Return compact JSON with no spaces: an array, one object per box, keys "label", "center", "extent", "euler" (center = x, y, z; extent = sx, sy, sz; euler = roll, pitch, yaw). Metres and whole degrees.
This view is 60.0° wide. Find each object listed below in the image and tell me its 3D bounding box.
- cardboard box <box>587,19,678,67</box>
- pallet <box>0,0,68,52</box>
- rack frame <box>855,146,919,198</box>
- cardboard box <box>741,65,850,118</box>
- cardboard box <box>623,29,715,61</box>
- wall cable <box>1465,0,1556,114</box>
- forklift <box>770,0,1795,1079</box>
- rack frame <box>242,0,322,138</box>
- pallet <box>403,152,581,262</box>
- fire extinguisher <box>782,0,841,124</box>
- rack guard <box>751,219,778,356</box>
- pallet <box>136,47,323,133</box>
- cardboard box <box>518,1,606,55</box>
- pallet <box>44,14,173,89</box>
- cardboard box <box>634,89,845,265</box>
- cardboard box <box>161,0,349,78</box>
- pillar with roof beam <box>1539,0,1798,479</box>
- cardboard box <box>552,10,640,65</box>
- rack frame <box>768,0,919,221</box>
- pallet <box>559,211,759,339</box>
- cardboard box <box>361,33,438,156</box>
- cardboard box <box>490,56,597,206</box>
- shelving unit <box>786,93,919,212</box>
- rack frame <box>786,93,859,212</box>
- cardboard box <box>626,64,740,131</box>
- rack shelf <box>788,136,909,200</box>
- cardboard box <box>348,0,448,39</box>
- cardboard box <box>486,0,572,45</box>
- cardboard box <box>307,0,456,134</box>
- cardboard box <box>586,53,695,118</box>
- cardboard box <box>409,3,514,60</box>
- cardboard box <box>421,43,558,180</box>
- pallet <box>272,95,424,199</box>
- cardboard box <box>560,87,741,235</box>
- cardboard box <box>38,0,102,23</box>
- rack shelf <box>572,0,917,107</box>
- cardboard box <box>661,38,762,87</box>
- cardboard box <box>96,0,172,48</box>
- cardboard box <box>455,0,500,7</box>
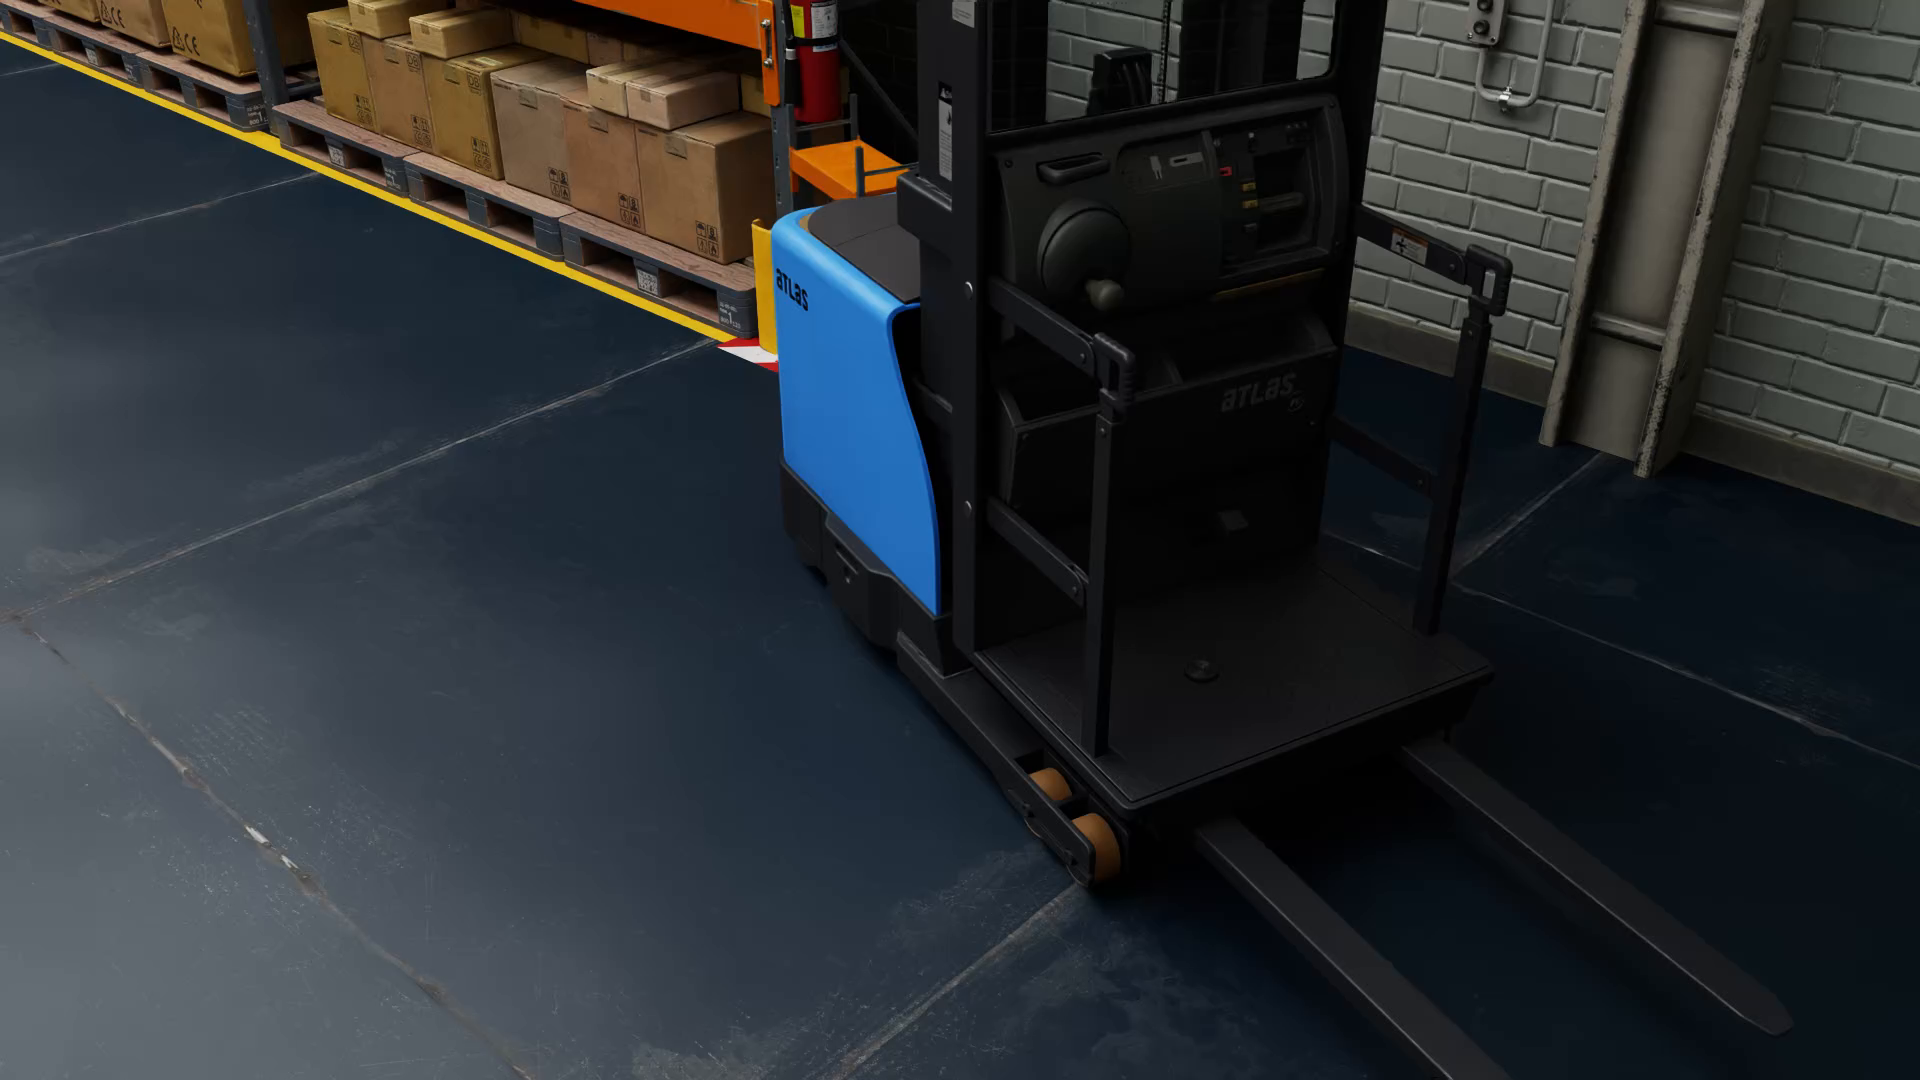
[{"label":"cardboard box","center":[-1.420,-2.194,7.374],"extent":[0.250,0.149,0.380],"euler":[26,39,36]},{"label":"pallet","center":[-5.708,-3.493,10.847],"extent":[1.213,0.211,1.003],"euler":[25,39,35]},{"label":"rack frame","center":[-0.196,-0.651,5.167],"extent":[0.240,1.200,0.015],"euler":[-16,35,-25]},{"label":"cardboard box","center":[-0.670,-1.845,6.793],"extent":[0.250,0.149,0.380],"euler":[25,39,35]},{"label":"cardboard box","center":[-1.231,-2.106,7.228],"extent":[0.250,0.149,0.380],"euler":[25,39,35]},{"label":"wall cable","center":[1.274,-2.574,5.633],"extent":[1.851,1.984,0.084],"euler":[25,39,35]},{"label":"forklift","center":[0.604,-0.715,3.597],"extent":[1.130,2.935,3.031],"euler":[-16,35,-25]},{"label":"rack frame","center":[-3.276,-3.605,8.330],"extent":[0.127,3.000,1.000],"euler":[25,39,35]},{"label":"pallet","center":[-1.856,-1.695,7.861],"extent":[1.213,0.211,1.003],"euler":[25,39,35]},{"label":"fire extinguisher","center":[-0.508,-1.799,5.766],"extent":[0.183,0.674,0.296],"euler":[25,39,35]},{"label":"rack guard","center":[-0.293,-1.141,6.661],"extent":[0.348,0.500,1.175],"euler":[25,39,35]},{"label":"pallet","center":[-3.899,-2.648,9.445],"extent":[1.213,0.211,1.003],"euler":[25,39,35]},{"label":"cardboard box","center":[-1.798,-2.371,7.667],"extent":[0.250,0.149,0.380],"euler":[24,39,34]},{"label":"pallet","center":[-4.808,-3.071,10.146],"extent":[1.213,0.211,1.003],"euler":[25,39,35]},{"label":"cardboard box","center":[-0.896,-1.534,6.905],"extent":[0.500,0.500,0.700],"euler":[25,39,35]},{"label":"cardboard box","center":[-3.845,-3.039,9.067],"extent":[0.750,0.750,0.750],"euler":[26,39,36]},{"label":"pillar with roof beam","center":[-0.617,-2.541,0.746],"extent":[0.400,9.000,9.100],"euler":[25,39,35]},{"label":"cardboard box","center":[-1.611,-2.283,7.521],"extent":[0.250,0.149,0.380],"euler":[25,39,36]},{"label":"rack frame","center":[-0.310,-2.220,6.030],"extent":[0.127,3.000,1.000],"euler":[25,39,35]},{"label":"pallet","center":[-0.956,-1.273,7.159],"extent":[1.213,0.211,1.003],"euler":[25,39,35]},{"label":"cardboard box","center":[-2.420,-2.241,8.080],"extent":[0.500,0.500,0.700],"euler":[25,39,35]},{"label":"cardboard box","center":[-1.641,-1.880,7.482],"extent":[0.500,0.500,0.700],"euler":[24,38,34]},{"label":"shelving unit","center":[-0.315,-0.760,5.350],"extent":[0.258,1.200,0.503],"euler":[-16,35,-25]},{"label":"rack frame","center":[-0.434,-0.870,5.532],"extent":[0.240,1.200,0.015],"euler":[-16,35,-25]},{"label":"cardboard box","center":[-1.114,-1.786,6.696],"extent":[0.250,0.149,0.380],"euler":[25,39,35]},{"label":"rack shelf","center":[-0.315,-1.097,5.147],"extent":[0.258,0.148,0.480],"euler":[-16,35,-25]},{"label":"cardboard box","center":[-2.659,-2.505,7.891],"extent":[0.250,0.149,0.380],"euler":[27,40,37]},{"label":"cardboard box","center":[-1.990,-2.460,7.815],"extent":[0.250,0.149,0.380],"euler":[25,39,36]},{"label":"cardboard box","center":[-2.790,-2.416,8.371],"extent":[0.500,0.500,0.700],"euler":[26,39,36]},{"label":"cardboard box","center":[-1.304,-1.874,6.843],"extent":[0.250,0.149,0.380],"euler":[26,40,36]},{"label":"cardboard box","center":[-2.272,-2.325,7.591],"extent":[0.250,0.149,0.380],"euler":[24,38,34]},{"label":"cardboard box","center":[-2.041,-2.062,7.784],"extent":[0.500,0.500,0.700],"euler":[26,40,36]},{"label":"pallet","center":[-2.765,-2.117,8.562],"extent":[1.213,0.211,1.003],"euler":[25,39,35]},{"label":"cardboard box","center":[-1.268,-1.707,7.193],"extent":[0.500,0.500,0.700],"euler":[25,39,35]},{"label":"cardboard box","center":[-5.139,-3.638,10.062],"extent":[0.750,0.750,0.750],"euler":[25,39,35]},{"label":"rack shelf","center":[-1.793,-2.604,7.365],"extent":[4.000,0.370,1.077],"euler":[25,39,35]},{"label":"cardboard box","center":[-1.046,-2.020,7.084],"extent":[0.250,0.149,0.380],"euler":[25,39,35]},{"label":"cardboard box","center":[-4.506,-3.346,9.576],"extent":[0.750,0.750,0.750],"euler":[26,40,36]},{"label":"cardboard box","center":[-2.177,-2.547,7.961],"extent":[0.250,0.149,0.380],"euler":[24,38,34]}]
